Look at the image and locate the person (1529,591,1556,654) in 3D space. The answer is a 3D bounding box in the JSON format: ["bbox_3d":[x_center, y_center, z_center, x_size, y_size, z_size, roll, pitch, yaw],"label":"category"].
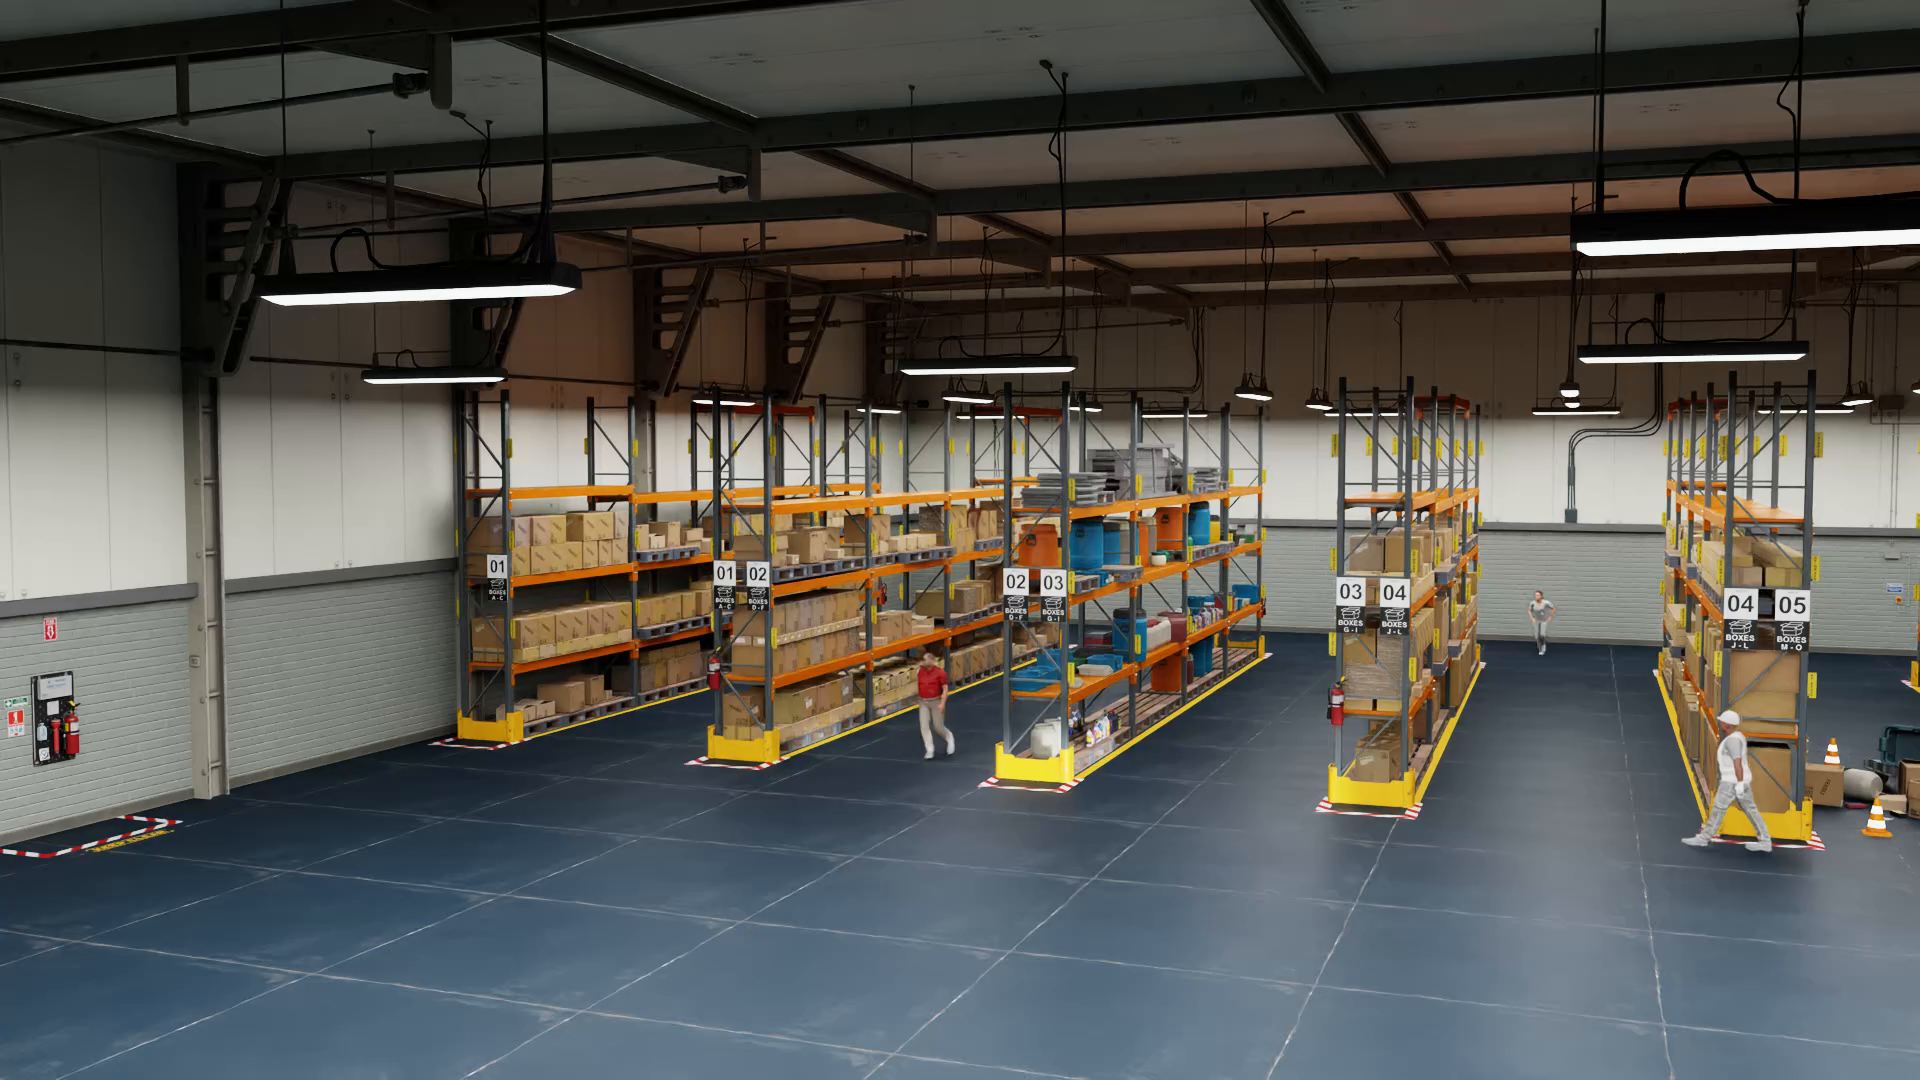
[{"bbox_3d":[14.104,2.000,40.291,0.610,1.575,0.686,2,4,29],"label":"person"}]

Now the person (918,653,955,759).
[{"bbox_3d":[-0.432,2.663,26.956,0.614,1.684,0.769,1,3,24],"label":"person"}]

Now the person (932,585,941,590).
[{"bbox_3d":[-0.493,1.930,40.520,0.663,1.693,0.740,2,4,32],"label":"person"}]

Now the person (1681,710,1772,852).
[{"bbox_3d":[9.558,2.972,20.670,1.010,1.717,0.609,2,4,36],"label":"person"}]
